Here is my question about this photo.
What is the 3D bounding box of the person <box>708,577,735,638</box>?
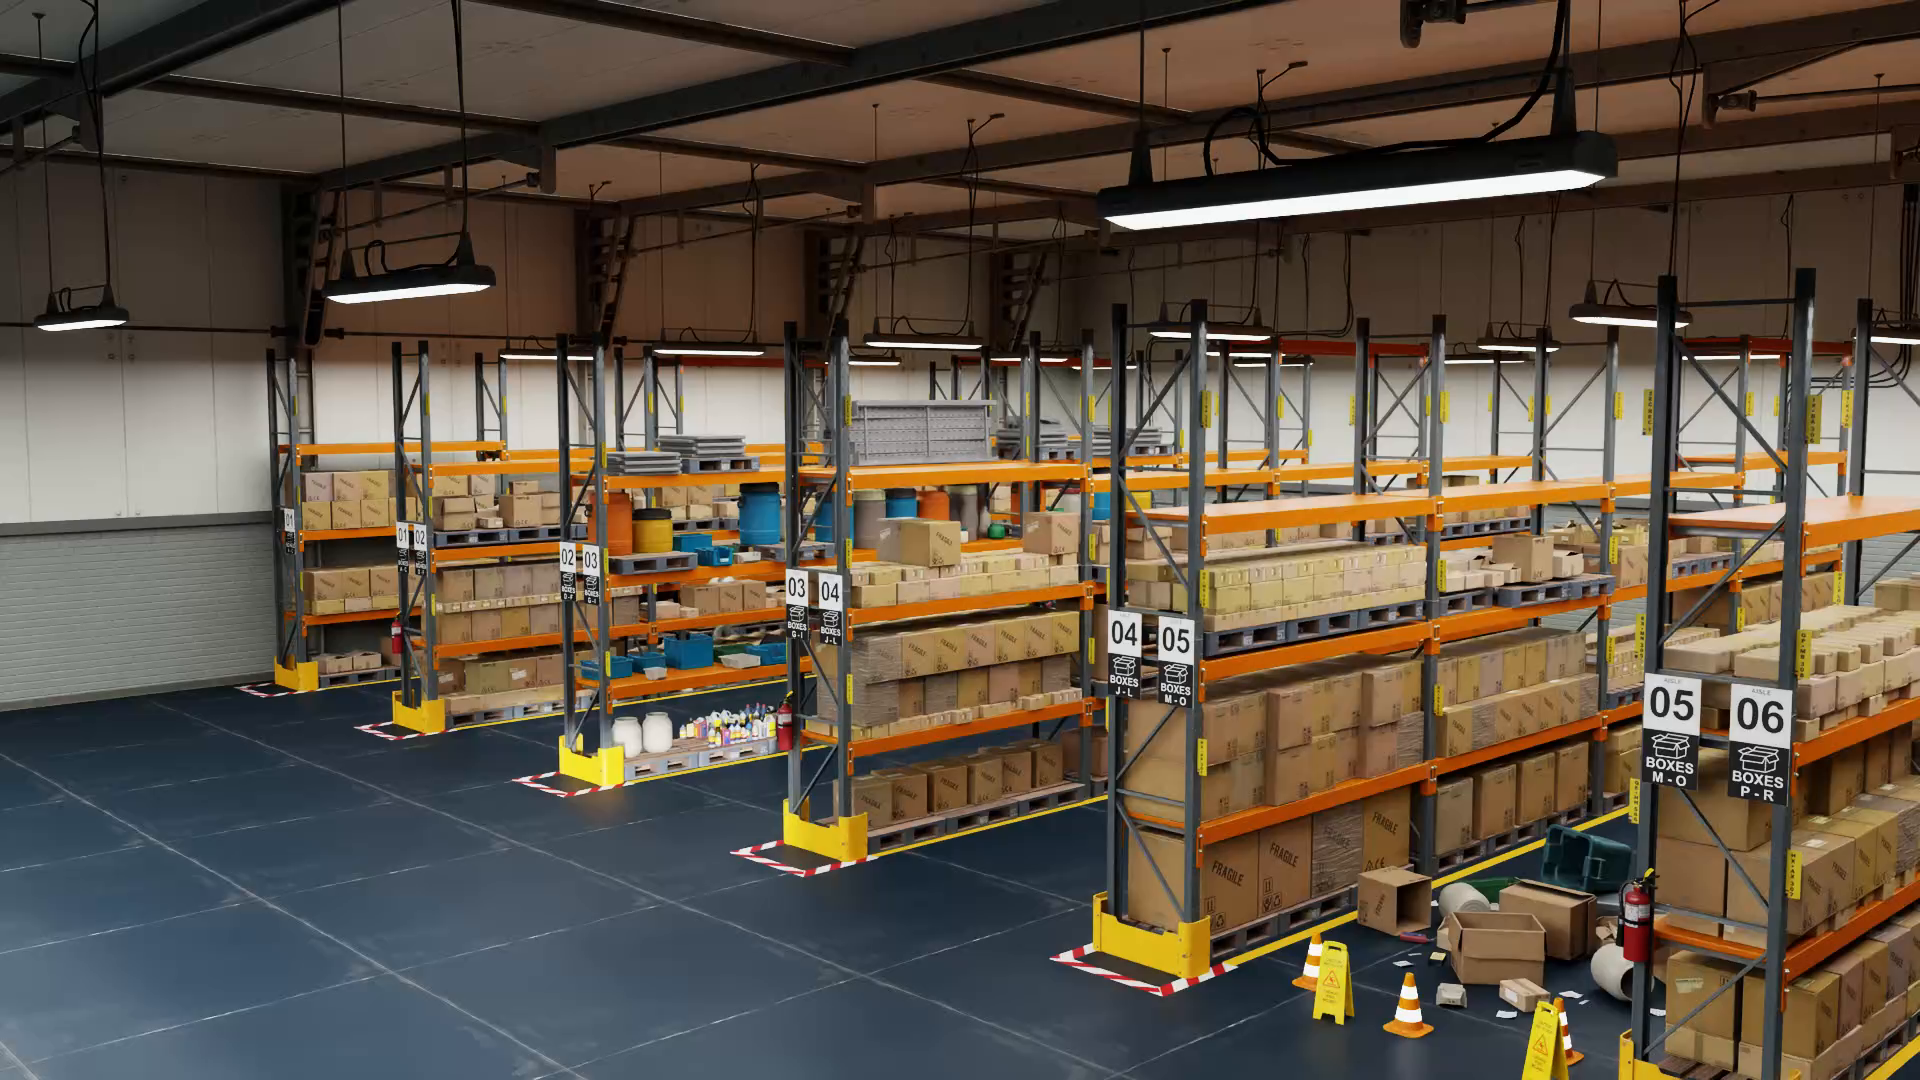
[{"bbox_3d":[-4.880,1.359,33.678,0.525,1.721,1.117,4,6,38],"label":"person"}]
